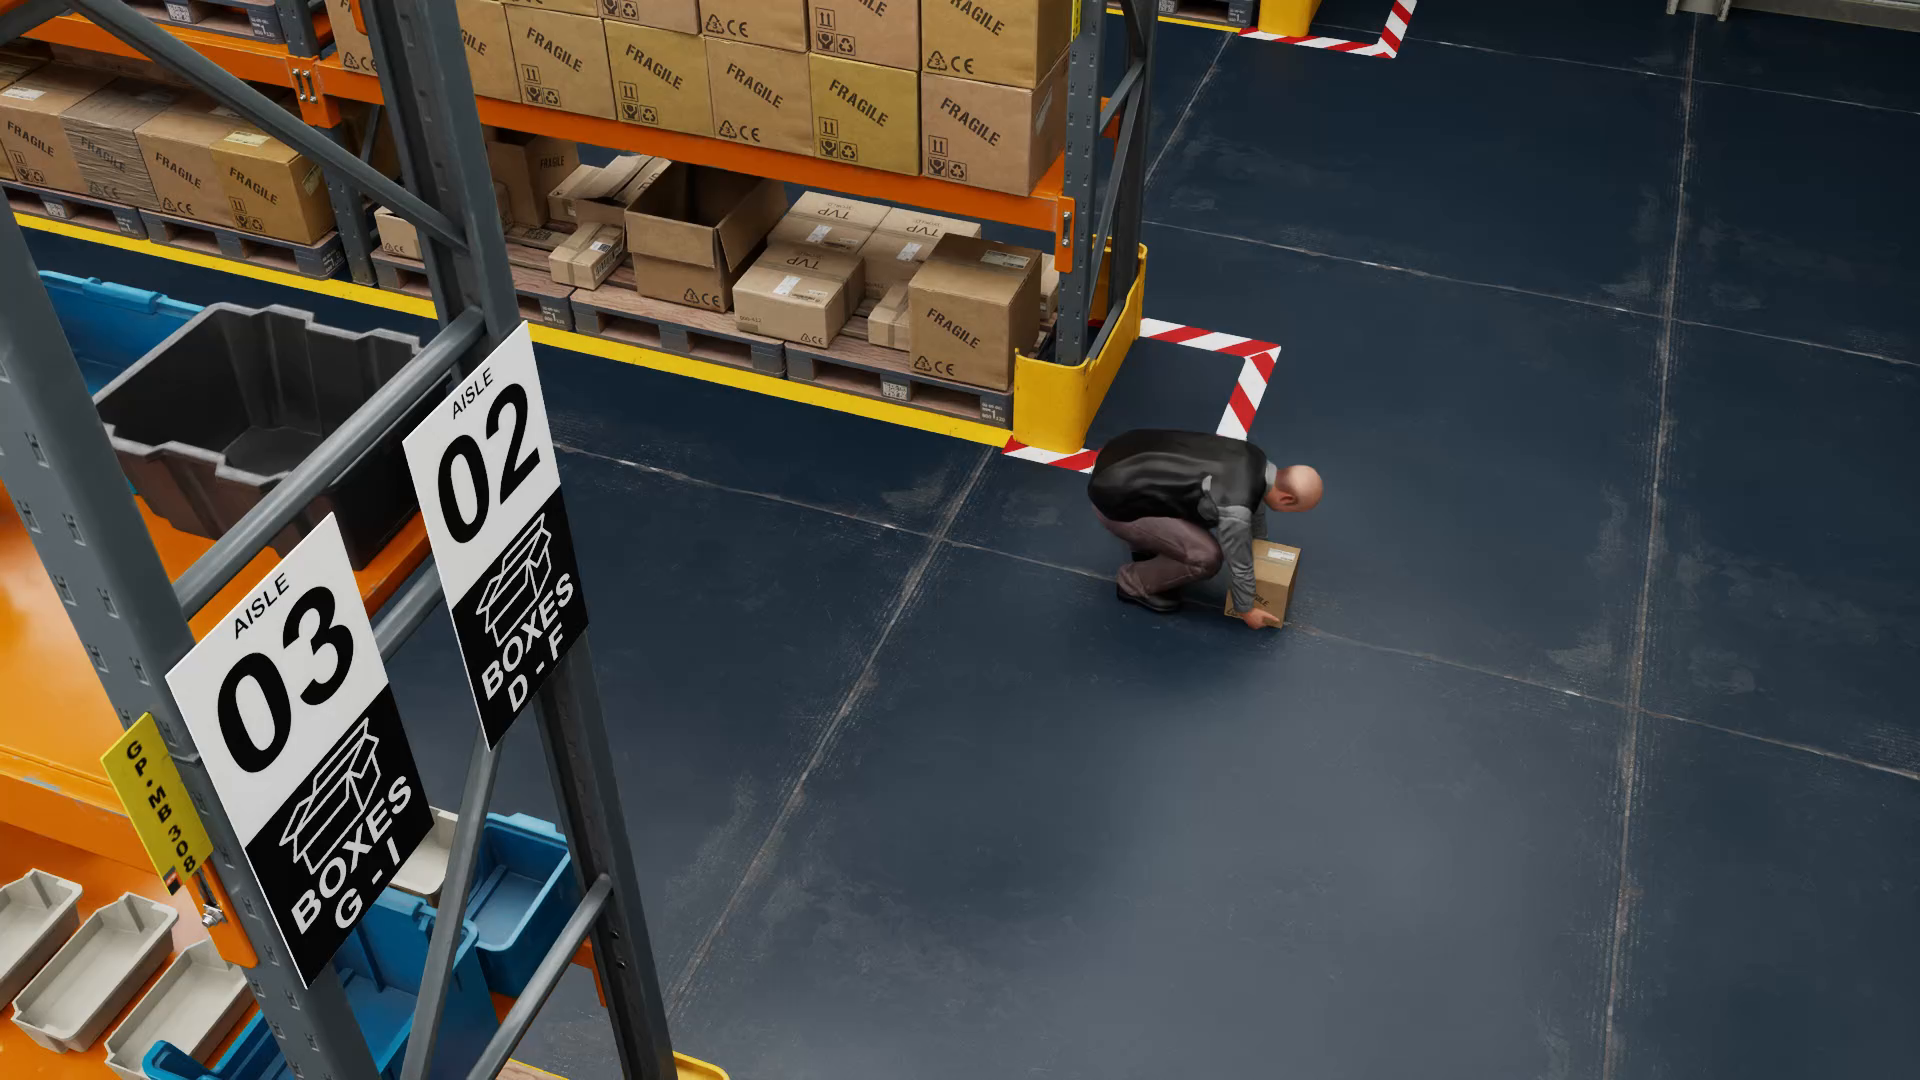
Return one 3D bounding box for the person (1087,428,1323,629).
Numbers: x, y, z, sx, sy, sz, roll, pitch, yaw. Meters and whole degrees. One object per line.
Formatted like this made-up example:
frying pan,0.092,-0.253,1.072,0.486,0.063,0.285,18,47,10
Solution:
person,1.012,-0.082,6.996,0.944,0.803,0.506,11,42,12
